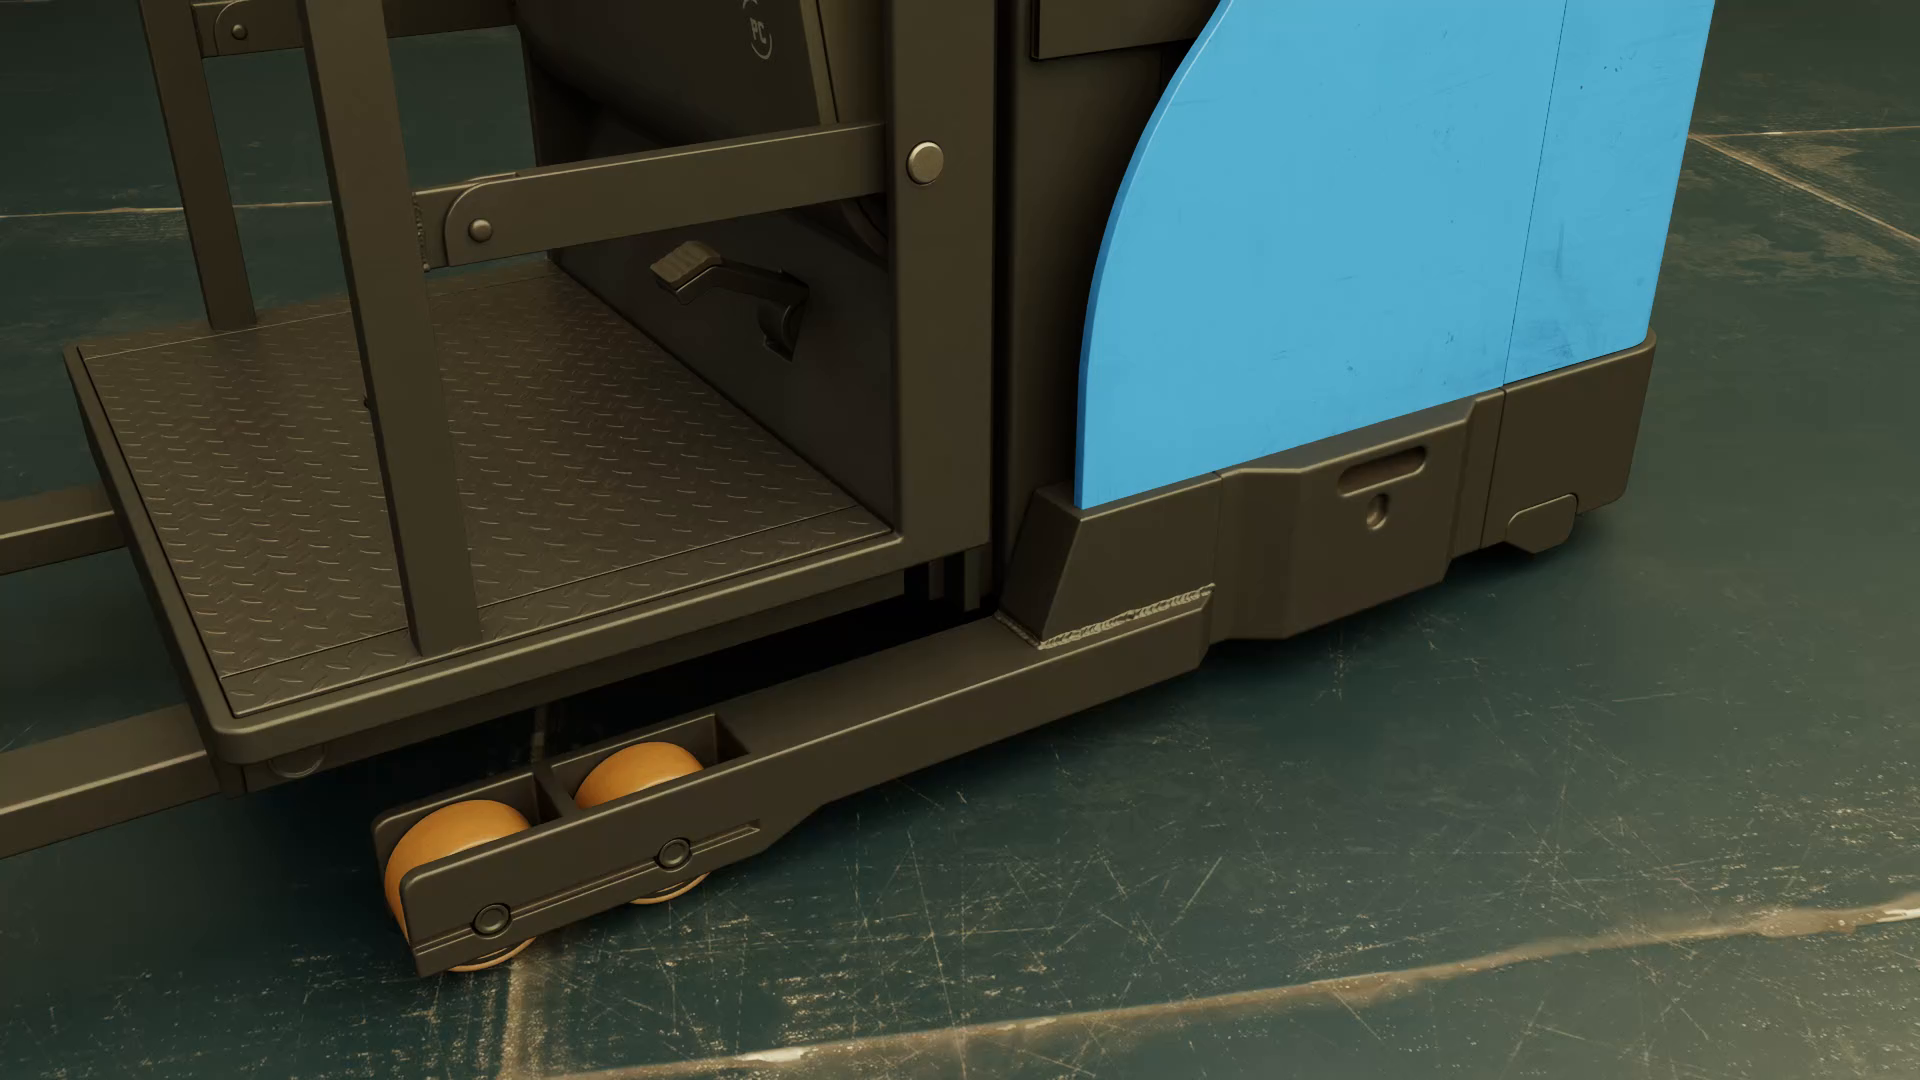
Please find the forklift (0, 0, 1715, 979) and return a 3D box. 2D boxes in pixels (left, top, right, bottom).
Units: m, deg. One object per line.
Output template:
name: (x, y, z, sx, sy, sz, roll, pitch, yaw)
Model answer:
forklift: (-0.516, -1.144, 1.529, 3.031, 2.935, 1.130, -16, 32, -28)
